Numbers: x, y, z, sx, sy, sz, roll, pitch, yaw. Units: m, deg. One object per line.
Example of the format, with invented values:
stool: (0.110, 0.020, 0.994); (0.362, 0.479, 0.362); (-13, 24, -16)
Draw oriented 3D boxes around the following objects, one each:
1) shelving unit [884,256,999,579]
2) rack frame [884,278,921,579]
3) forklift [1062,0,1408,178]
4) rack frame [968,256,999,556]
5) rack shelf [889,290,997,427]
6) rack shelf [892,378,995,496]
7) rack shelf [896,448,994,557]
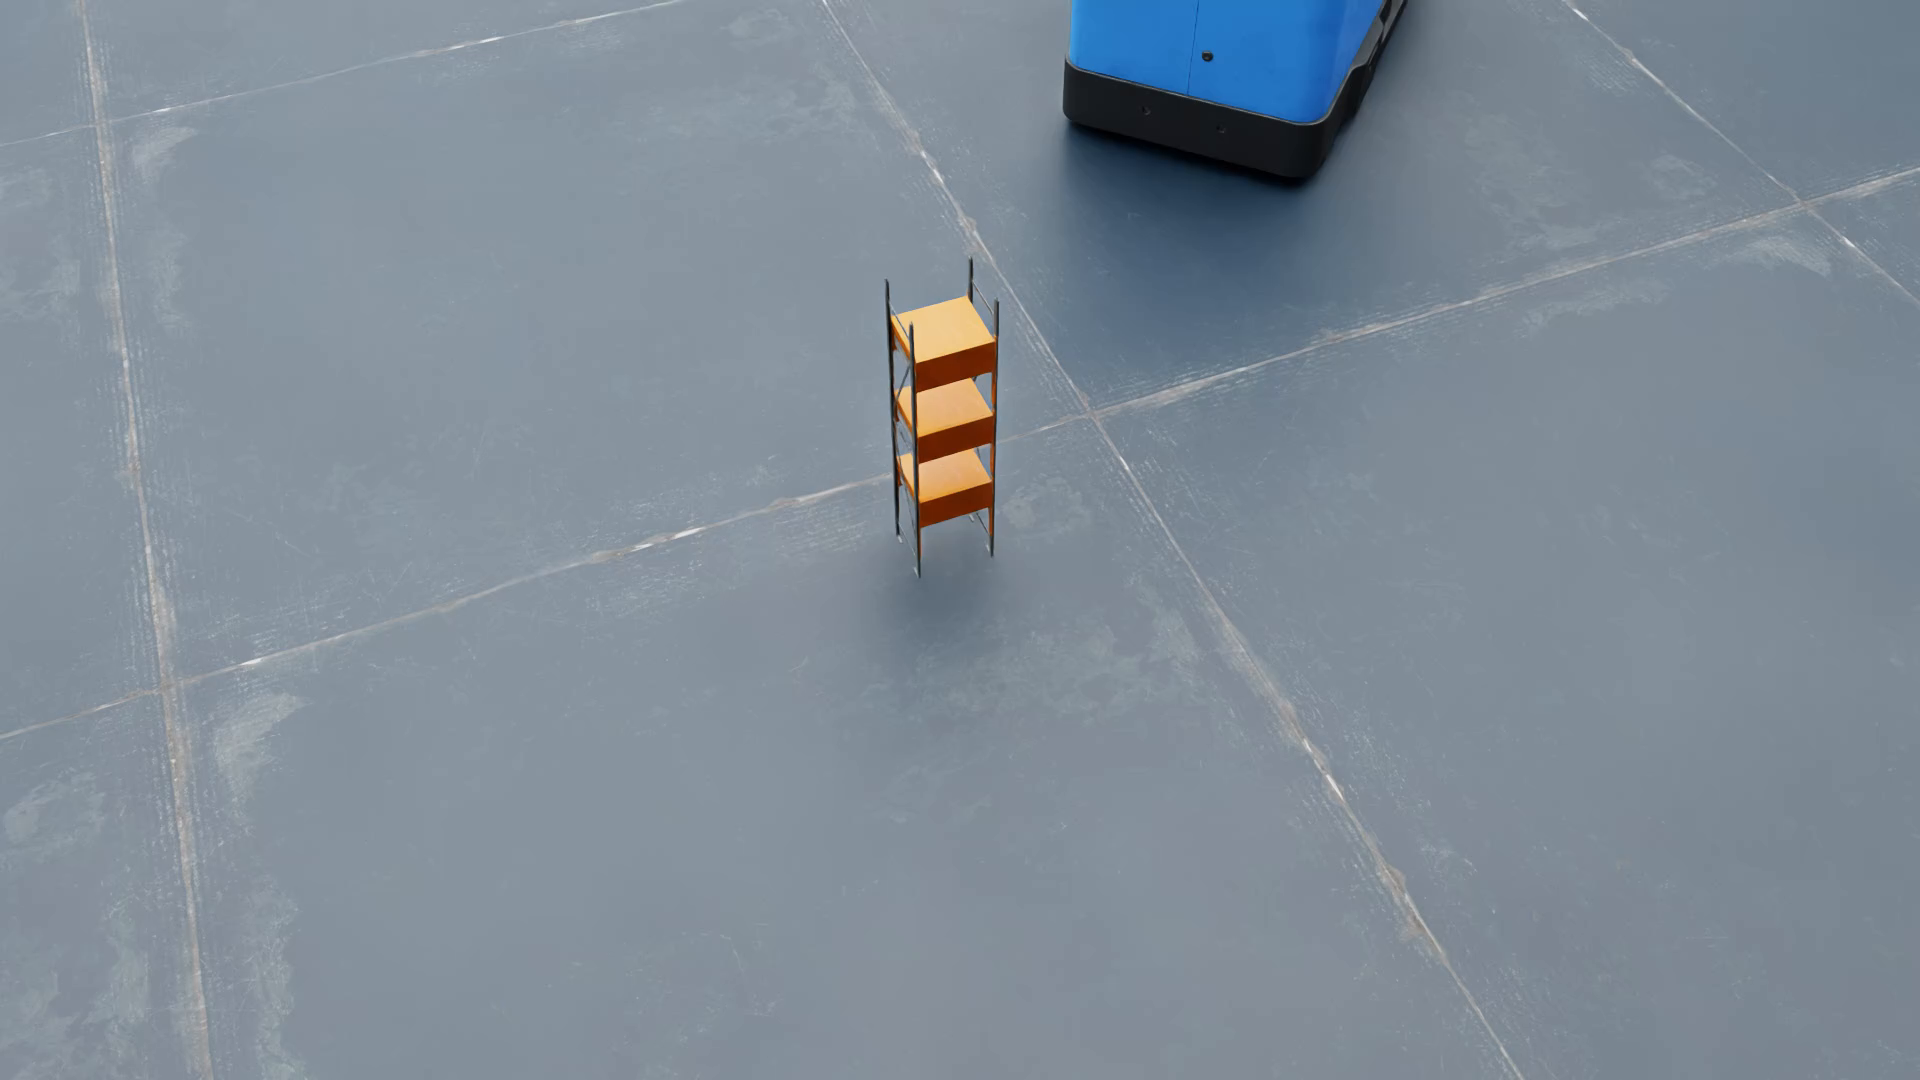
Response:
shelving unit: (-0.050, -0.327, 4.839); (0.252, 1.050, 0.215); (-17, 52, -14)
rack frame: (-0.162, -0.292, 4.808); (0.008, 1.050, 0.200); (-17, 52, -14)
forklift: (1.466, -3.475, 6.302); (1.130, 2.935, 3.031); (19, 52, 15)
rack frame: (0.063, -0.362, 4.869); (0.008, 1.050, 0.200); (-17, 52, -14)
rack shelf: (-0.050, -0.505, 4.631); (0.240, 0.259, 0.215); (-17, 52, -14)
rack shelf: (-0.050, -0.320, 4.847); (0.240, 0.259, 0.215); (-17, 52, -14)
rack shelf: (-0.050, -0.139, 5.057); (0.240, 0.259, 0.215); (-17, 52, -14)
